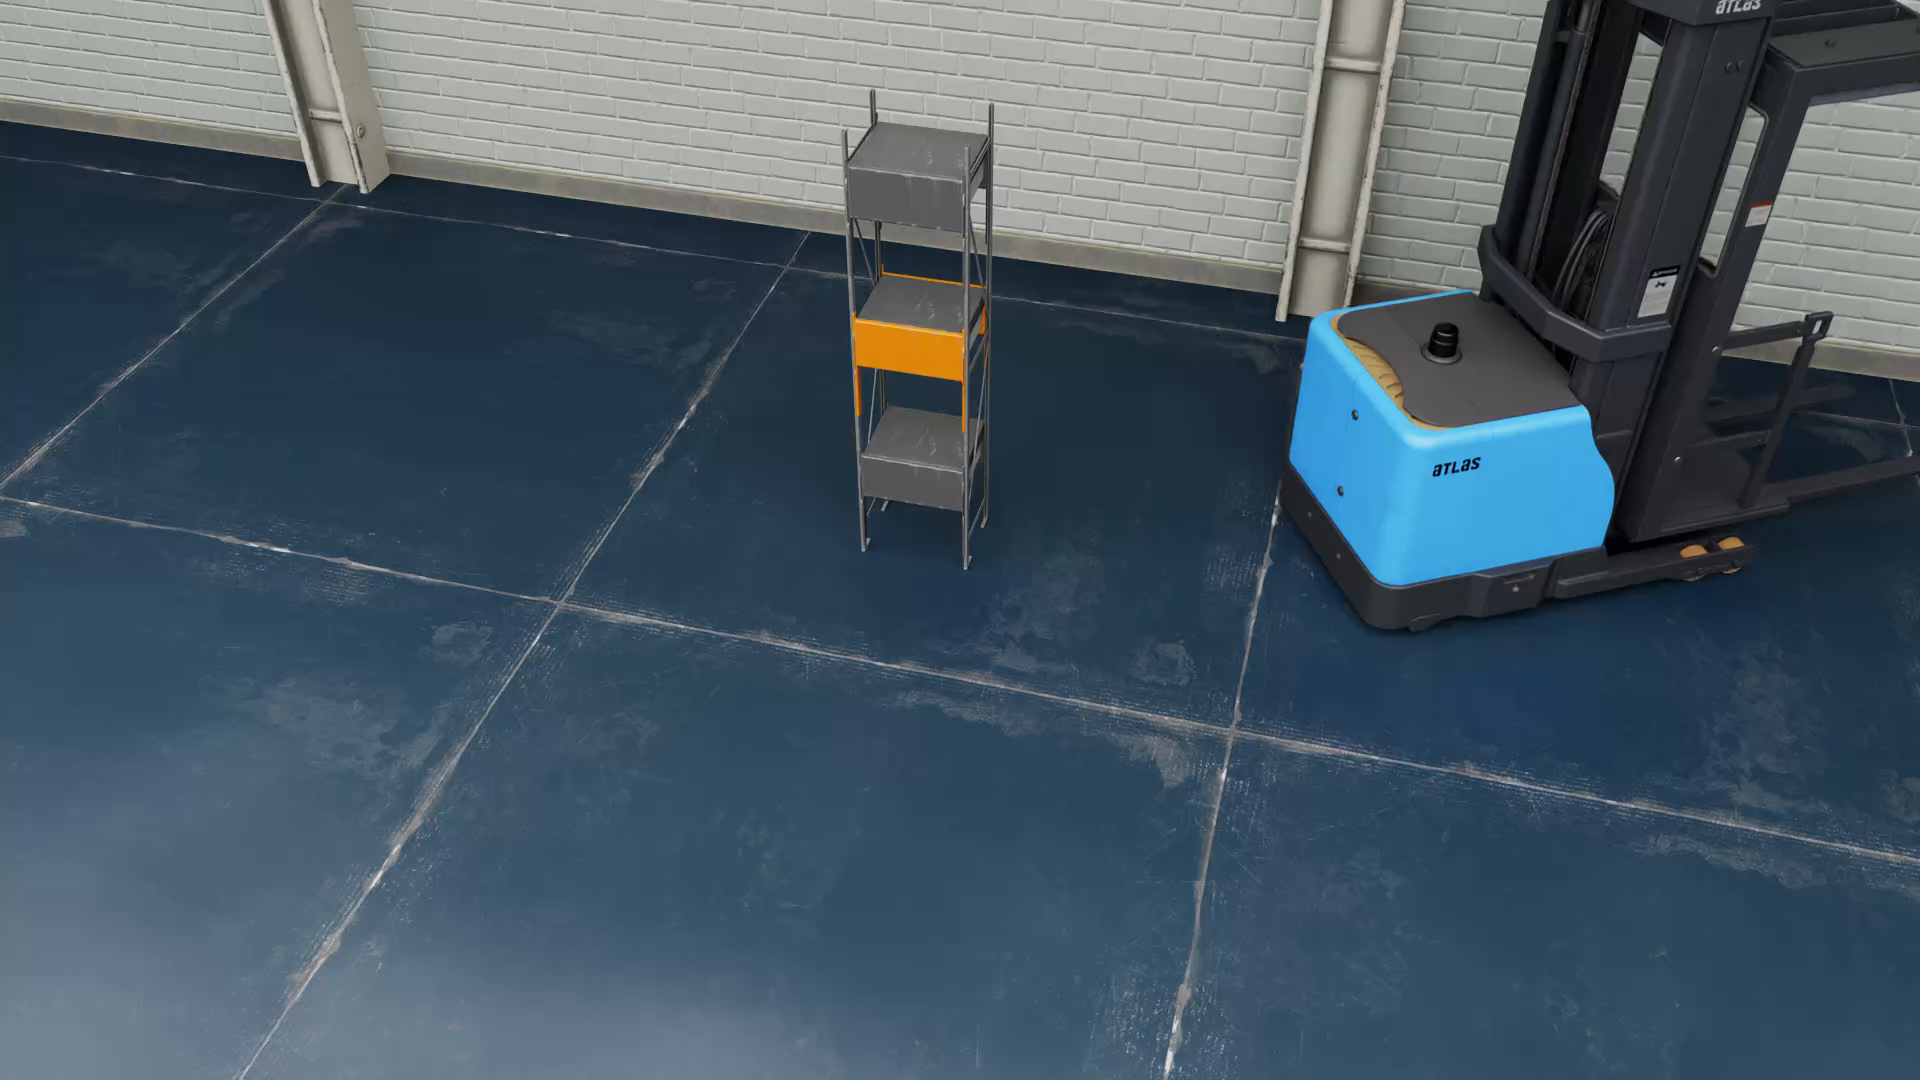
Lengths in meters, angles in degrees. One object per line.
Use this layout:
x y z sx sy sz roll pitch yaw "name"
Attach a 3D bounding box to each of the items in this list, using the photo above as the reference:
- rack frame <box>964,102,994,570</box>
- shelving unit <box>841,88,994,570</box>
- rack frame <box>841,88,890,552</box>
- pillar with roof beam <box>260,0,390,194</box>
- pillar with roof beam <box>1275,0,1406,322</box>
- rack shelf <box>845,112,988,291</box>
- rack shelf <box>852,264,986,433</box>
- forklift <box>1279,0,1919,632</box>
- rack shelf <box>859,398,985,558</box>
0.076 -0.791 7.059 0.015 2.100 0.400 10 41 11 "rack frame"
-0.160 -0.832 7.108 0.503 2.100 0.431 10 41 11 "shelving unit"
-0.396 -0.872 7.156 0.015 2.100 0.400 10 41 11 "rack frame"
-4.935 -3.047 4.381 0.400 9.000 9.100 10 41 11 "pillar with roof beam"
0.862 -2.049 3.193 0.400 9.000 9.100 10 41 11 "pillar with roof beam"
-0.160 -1.357 6.666 0.480 0.518 0.431 10 41 11 "rack shelf"
-0.160 -0.821 7.116 0.480 0.518 0.431 10 41 11 "rack shelf"
3.088 -1.254 6.964 3.031 2.935 1.130 -10 41 -12 "forklift"
-0.160 -0.285 7.566 0.480 0.518 0.431 10 41 11 "rack shelf"
